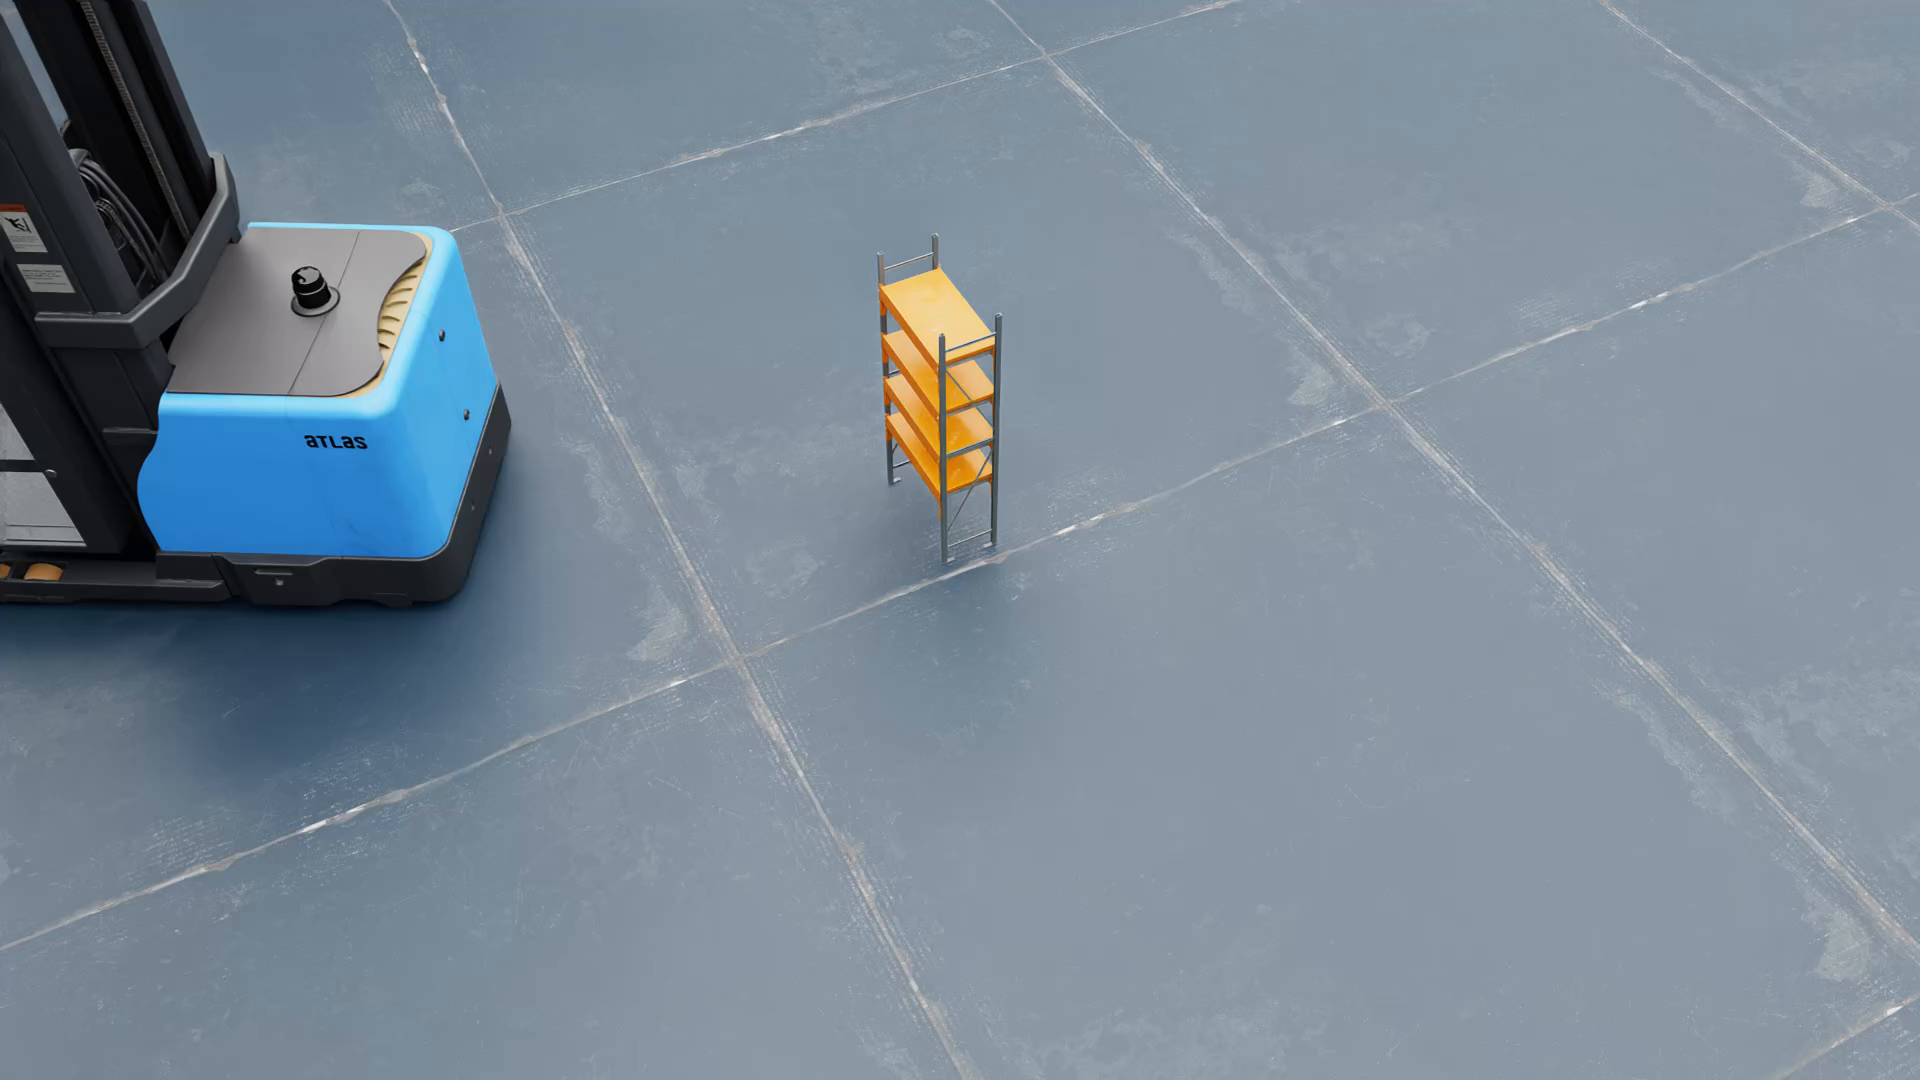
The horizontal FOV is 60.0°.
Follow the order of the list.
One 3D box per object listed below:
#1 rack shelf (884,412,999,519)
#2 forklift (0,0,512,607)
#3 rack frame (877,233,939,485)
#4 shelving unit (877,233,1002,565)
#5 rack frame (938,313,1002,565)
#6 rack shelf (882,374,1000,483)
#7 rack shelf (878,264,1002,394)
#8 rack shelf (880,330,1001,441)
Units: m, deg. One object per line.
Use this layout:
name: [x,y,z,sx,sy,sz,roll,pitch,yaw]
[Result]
rack shelf: [-0.076,-0.331,6.488,0.258,0.148,0.480,-21,52,-18]
forklift: [-3.408,-1.117,5.672,3.031,2.935,1.130,2,49,1]
rack frame: [-0.187,-0.669,6.431,0.240,1.200,0.015,-21,52,-18]
shelving unit: [-0.076,-0.506,6.288,0.258,1.200,0.503,-21,52,-18]
rack frame: [0.036,-0.342,6.145,0.240,1.200,0.015,-21,52,-18]
rack shelf: [-0.076,-0.461,6.339,0.258,0.148,0.480,-21,52,-18]
rack shelf: [-0.076,-0.764,5.992,0.258,0.148,0.480,-21,52,-18]
rack shelf: [-0.076,-0.609,6.170,0.258,0.148,0.480,-21,52,-18]
